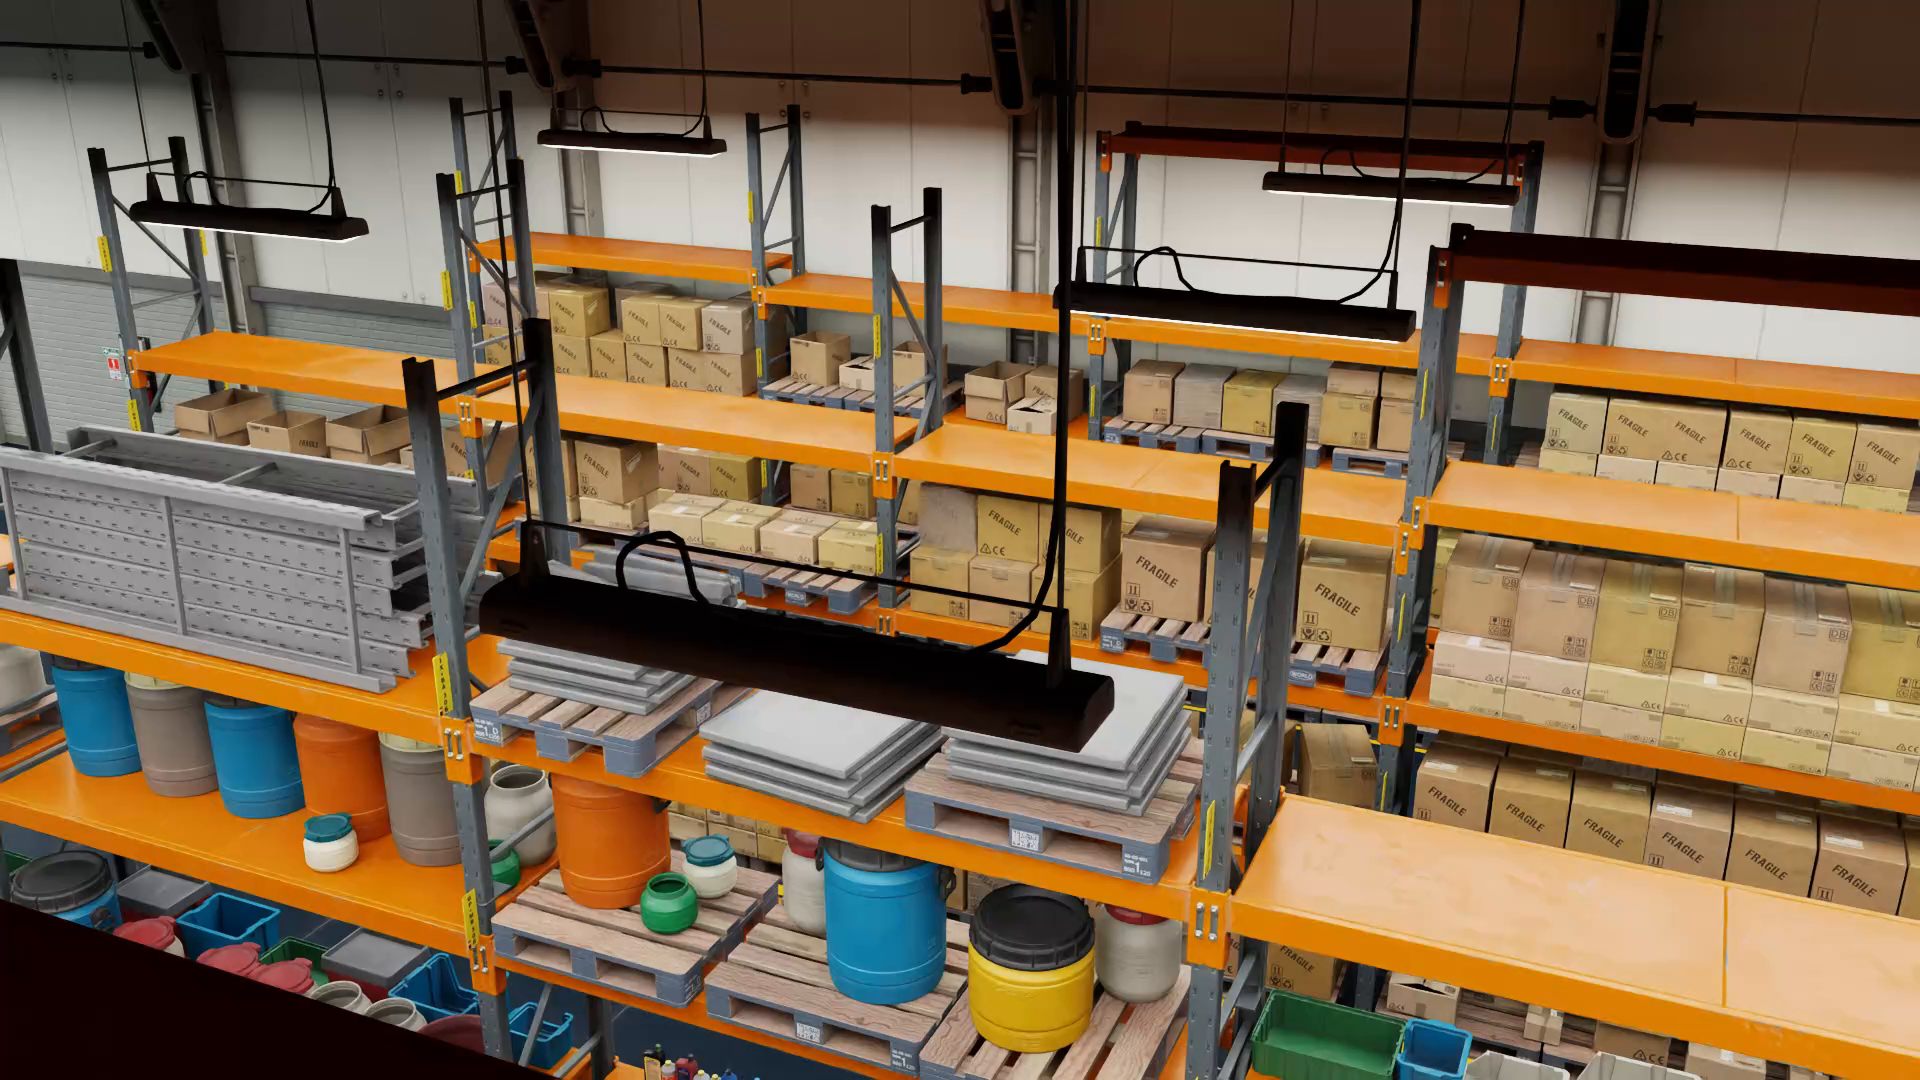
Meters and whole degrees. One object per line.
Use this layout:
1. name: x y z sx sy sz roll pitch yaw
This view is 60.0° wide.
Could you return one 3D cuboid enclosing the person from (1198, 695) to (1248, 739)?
1. person: 2.326 1.862 15.209 0.925 1.751 0.583 15 25 35
